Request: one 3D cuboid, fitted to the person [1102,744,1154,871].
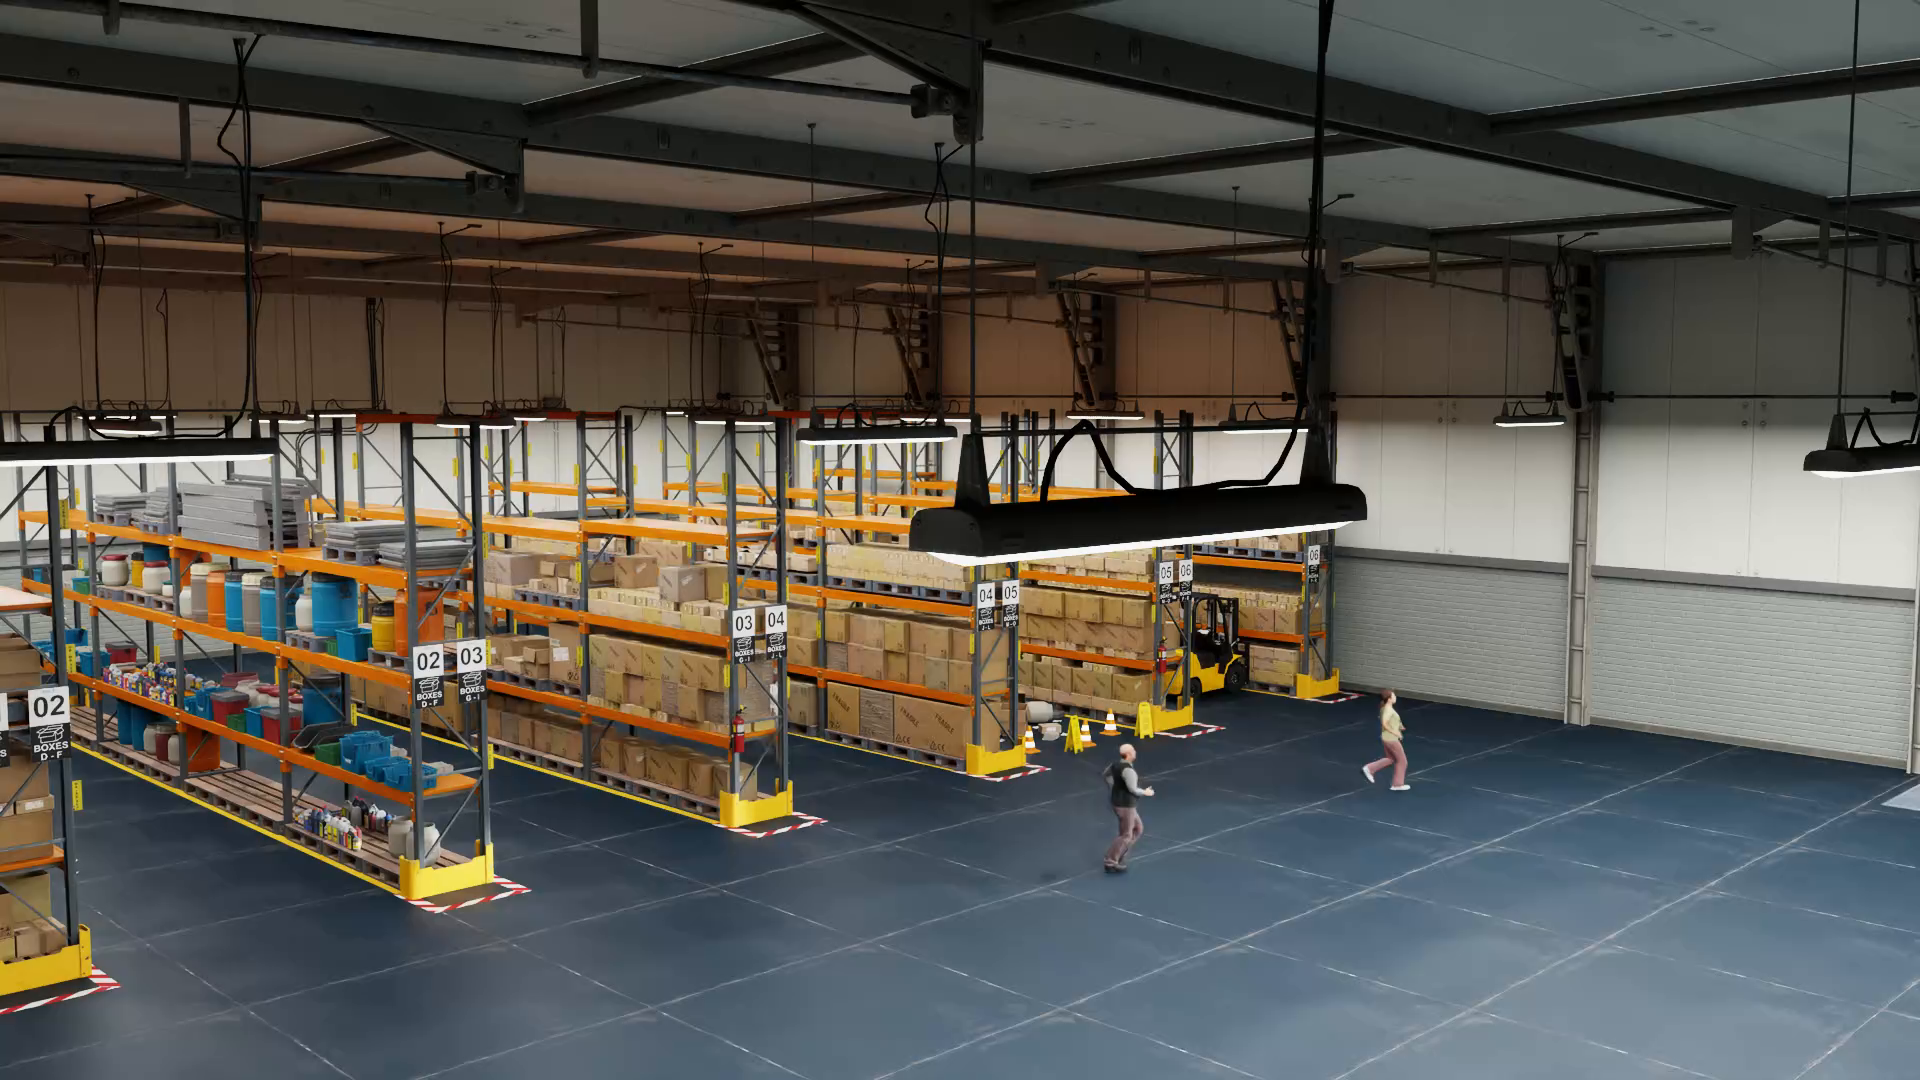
[{"bbox_3d":[2.227,3.567,22.125,0.692,1.742,0.685,-1,5,-11],"label":"person"}]

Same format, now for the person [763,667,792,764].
[{"bbox_3d":[-3.209,3.013,28.681,0.700,1.655,0.581,4,6,37],"label":"person"}]

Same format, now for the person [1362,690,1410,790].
[{"bbox_3d":[6.842,3.171,26.644,0.733,1.566,0.586,0,5,2],"label":"person"}]
